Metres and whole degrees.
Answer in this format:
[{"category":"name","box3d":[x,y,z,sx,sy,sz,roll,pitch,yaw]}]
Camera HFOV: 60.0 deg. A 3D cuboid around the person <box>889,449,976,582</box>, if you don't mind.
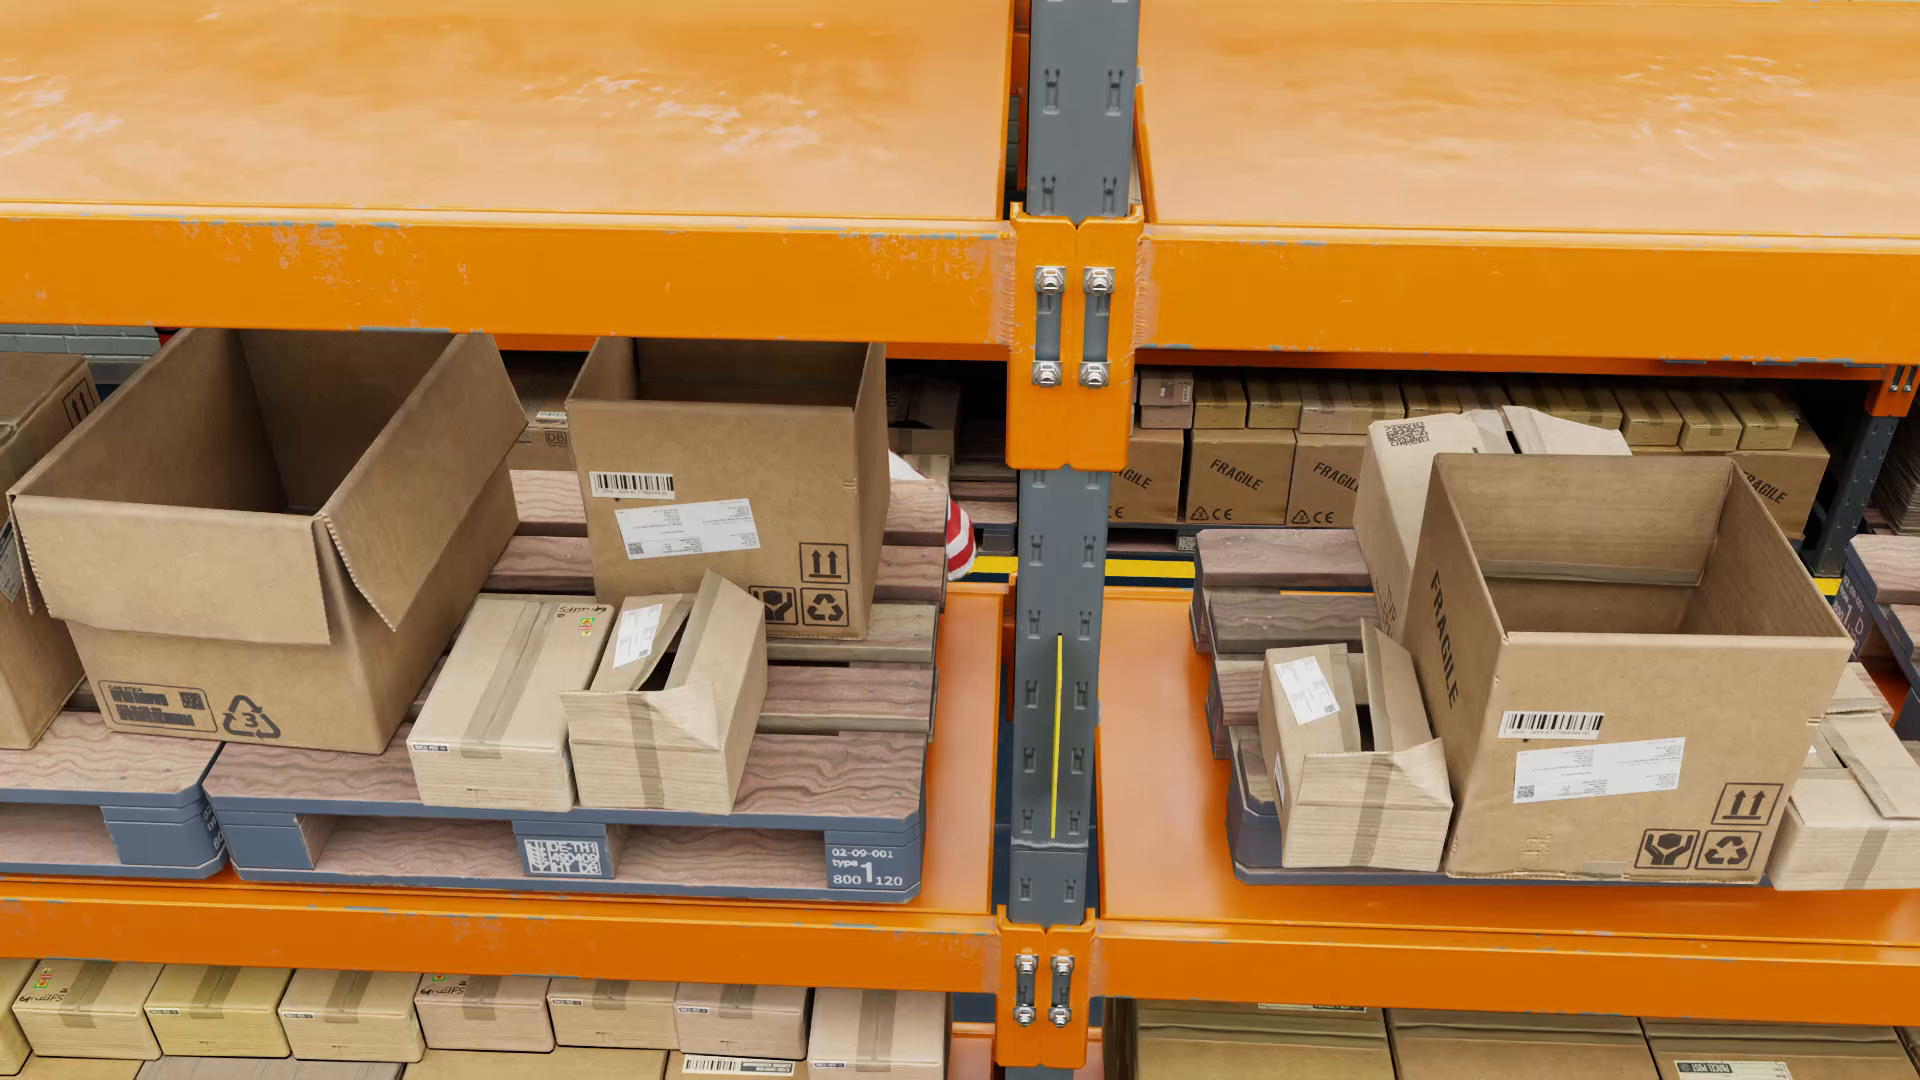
[{"category":"person","box3d":[-0.327,0.109,7.320,0.793,1.354,0.585,1,35,2]}]
